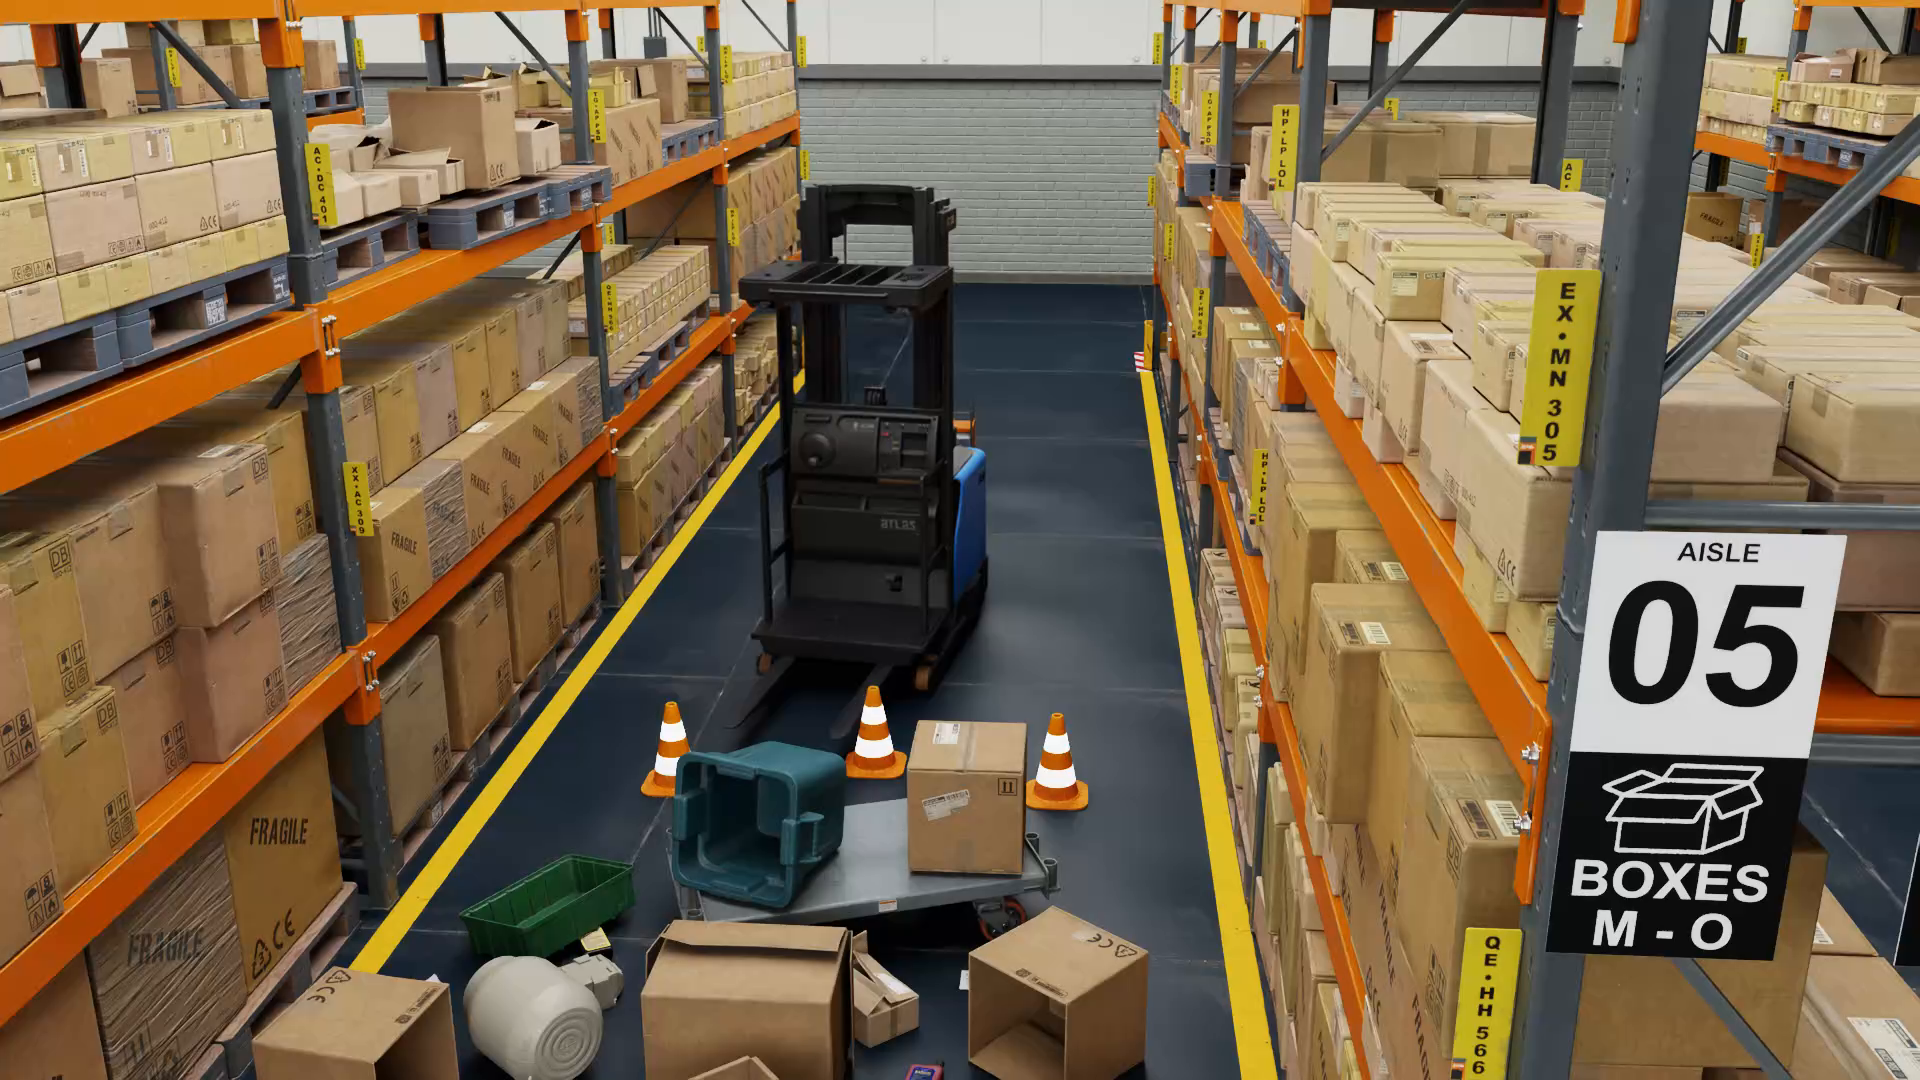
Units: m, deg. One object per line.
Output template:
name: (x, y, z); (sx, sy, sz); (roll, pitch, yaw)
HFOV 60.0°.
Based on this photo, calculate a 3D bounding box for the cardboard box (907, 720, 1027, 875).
cardboard box: (0.039, 1.141, 7.422); (0.500, 0.500, 0.500); (1, 18, 4)

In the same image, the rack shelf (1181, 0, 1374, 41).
rack shelf: (2.247, -3.839, 11.985); (1.077, 0.370, 4.000); (1, 18, 4)

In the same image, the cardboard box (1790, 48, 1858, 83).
cardboard box: (6.971, -3.837, 13.424); (0.396, 0.266, 0.258); (1, 18, 3)

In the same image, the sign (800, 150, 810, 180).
sign: (-1.716, -4.144, 18.387); (0.100, 0.325, 0.005); (1, 18, 4)

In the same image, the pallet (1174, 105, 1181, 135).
pallet: (2.459, -3.778, 14.962); (1.003, 0.211, 1.213); (1, 18, 4)

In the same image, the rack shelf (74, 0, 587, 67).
rack shelf: (-2.985, -2.676, 8.435); (1.077, 0.370, 4.000); (1, 18, 4)

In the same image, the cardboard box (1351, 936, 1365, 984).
cardboard box: (1.365, 1.185, 4.891); (0.380, 0.149, 0.250); (1, 18, 3)

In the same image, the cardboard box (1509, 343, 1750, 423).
cardboard box: (1.316, -0.290, 3.296); (0.380, 0.149, 0.250); (2, 18, 5)

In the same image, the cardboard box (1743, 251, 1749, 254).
cardboard box: (7.714, -2.565, 15.698); (0.500, 0.250, 0.500); (2, 18, 5)

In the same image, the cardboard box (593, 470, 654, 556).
cardboard box: (-2.536, -0.204, 12.067); (0.500, 0.500, 0.500); (1, 18, 2)

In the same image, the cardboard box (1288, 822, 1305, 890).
cardboard box: (1.401, 1.160, 6.060); (0.380, 0.149, 0.250); (2, 18, 6)

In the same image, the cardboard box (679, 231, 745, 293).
cardboard box: (-2.268, -2.557, 15.272); (0.500, 0.500, 0.500); (1, 18, 3)

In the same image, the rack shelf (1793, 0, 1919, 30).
rack shelf: (7.198, -3.729, 11.650); (1.077, 0.370, 4.000); (1, 18, 4)

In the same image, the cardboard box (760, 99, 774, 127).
cardboard box: (-2.133, -4.192, 16.321); (0.500, 0.250, 0.500); (2, 18, 6)

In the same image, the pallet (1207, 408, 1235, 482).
pallet: (2.158, -0.584, 10.196); (1.213, 0.211, 1.003); (1, 18, 4)

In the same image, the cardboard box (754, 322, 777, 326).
cardboard box: (-2.020, -2.260, 17.951); (0.380, 0.149, 0.250); (1, 18, 3)

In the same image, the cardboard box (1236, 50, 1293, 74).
cardboard box: (2.642, -4.039, 14.620); (0.500, 0.500, 0.500); (2, 18, 5)

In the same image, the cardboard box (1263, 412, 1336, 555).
cardboard box: (1.569, -0.189, 6.438); (0.700, 0.500, 0.500); (1, 18, 3)

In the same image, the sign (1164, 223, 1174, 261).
sign: (1.836, -2.602, 14.529); (0.100, 0.325, 0.005); (1, 18, 4)

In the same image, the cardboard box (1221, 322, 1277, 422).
cardboard box: (1.810, -0.991, 9.816); (0.500, 0.500, 0.500); (2, 18, 7)

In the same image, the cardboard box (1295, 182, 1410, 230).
cardboard box: (1.468, -1.251, 6.229); (0.380, 0.149, 0.250); (1, 18, 3)

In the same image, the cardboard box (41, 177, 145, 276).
cardboard box: (-2.982, -1.007, 5.291); (0.500, 0.250, 0.500); (1, 18, 3)

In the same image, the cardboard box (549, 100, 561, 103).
cardboard box: (-2.991, -2.945, 12.115); (0.500, 0.500, 0.500); (1, 18, 4)

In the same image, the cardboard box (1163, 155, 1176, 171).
cardboard box: (2.294, -3.867, 17.099); (0.380, 0.149, 0.250); (1, 18, 2)

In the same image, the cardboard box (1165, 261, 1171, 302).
cardboard box: (2.200, -2.498, 15.570); (0.500, 0.500, 0.500); (1, 18, 3)

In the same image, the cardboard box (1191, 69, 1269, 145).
cardboard box: (1.940, -3.125, 11.991); (0.500, 0.500, 0.500); (1, 18, 4)

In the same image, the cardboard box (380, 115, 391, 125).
cardboard box: (-3.113, -2.388, 9.885); (0.500, 0.311, 0.500); (1, 18, 4)

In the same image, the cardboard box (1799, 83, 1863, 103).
cardboard box: (6.934, -3.559, 13.239); (0.380, 0.149, 0.250); (2, 18, 5)

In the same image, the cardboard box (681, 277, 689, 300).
cardboard box: (-2.440, -2.070, 13.674); (0.380, 0.149, 0.250); (1, 18, 2)

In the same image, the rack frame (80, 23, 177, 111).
rack frame: (-7.494, -5.213, 14.381); (1.000, 3.000, 0.127); (1, 18, 4)

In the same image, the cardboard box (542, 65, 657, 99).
cardboard box: (-2.796, -3.417, 12.878); (0.797, 0.503, 0.637); (1, 18, 3)

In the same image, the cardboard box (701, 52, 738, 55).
cardboard box: (-2.554, -5.069, 17.557); (0.380, 0.149, 0.250); (2, 18, 6)

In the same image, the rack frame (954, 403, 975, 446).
rack frame: (0.013, -0.553, 12.926); (0.200, 1.050, 0.008); (1, 18, 4)

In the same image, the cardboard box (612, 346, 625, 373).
cardboard box: (-2.588, -1.276, 11.729); (0.380, 0.149, 0.250); (2, 18, 7)

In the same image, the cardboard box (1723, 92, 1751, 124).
cardboard box: (7.153, -3.844, 14.783); (0.500, 0.250, 0.500); (1, 18, 2)

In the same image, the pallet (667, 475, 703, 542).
pallet: (-2.694, -0.273, 13.418); (1.003, 0.211, 1.213); (1, 18, 4)

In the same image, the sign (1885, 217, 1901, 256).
sign: (7.895, -2.570, 14.091); (0.100, 0.325, 0.005); (1, 18, 4)

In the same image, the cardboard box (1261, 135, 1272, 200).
cardboard box: (2.022, -1.899, 8.918); (0.797, 0.503, 0.637); (1, 18, 4)

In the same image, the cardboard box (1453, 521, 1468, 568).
cardboard box: (1.315, 0.003, 3.683); (0.380, 0.149, 0.250); (2, 18, 6)

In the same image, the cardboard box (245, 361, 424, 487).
cardboard box: (-3.063, -0.572, 8.086); (0.700, 0.500, 0.500); (1, 18, 3)

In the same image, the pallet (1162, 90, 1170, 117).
pallet: (2.634, -4.536, 17.274); (1.003, 0.211, 1.213); (1, 18, 4)

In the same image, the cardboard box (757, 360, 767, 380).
cardboard box: (-2.152, -1.715, 16.765); (0.380, 0.149, 0.250); (1, 18, 3)

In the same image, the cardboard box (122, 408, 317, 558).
cardboard box: (-3.189, -0.206, 6.760); (0.875, 0.550, 0.550); (1, 18, 4)

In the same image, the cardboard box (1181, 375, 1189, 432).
cardboard box: (2.542, -1.316, 15.561); (0.875, 0.438, 0.875); (1, 18, 3)

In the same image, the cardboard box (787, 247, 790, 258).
cardboard box: (-2.064, -3.159, 18.151); (0.380, 0.149, 0.250); (1, 18, 4)

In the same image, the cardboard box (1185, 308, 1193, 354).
cardboard box: (1.934, -1.540, 12.244); (0.500, 0.250, 0.500); (1, 18, 2)

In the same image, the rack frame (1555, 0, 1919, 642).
rack frame: (1.530, -1.265, 2.332); (1.000, 3.000, 0.127); (1, 18, 4)

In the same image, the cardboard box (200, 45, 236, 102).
cardboard box: (-7.455, -4.494, 16.007); (0.700, 0.500, 0.500); (2, 18, 7)

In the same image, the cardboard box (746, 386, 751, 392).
cardboard box: (-2.254, -1.412, 16.319); (0.380, 0.149, 0.250); (1, 18, 3)

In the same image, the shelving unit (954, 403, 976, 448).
shelving unit: (0.004, -0.516, 12.810); (0.215, 1.050, 0.252); (1, 18, 4)

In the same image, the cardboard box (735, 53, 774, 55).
cardboard box: (-2.131, -4.980, 17.284); (0.380, 0.149, 0.250); (1, 18, 2)

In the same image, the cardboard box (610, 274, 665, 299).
cardboard box: (-2.501, -1.966, 12.878); (0.380, 0.149, 0.250); (1, 18, 3)

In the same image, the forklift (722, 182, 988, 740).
forklift: (-0.635, -0.594, 10.029); (1.130, 2.935, 3.031); (4, 19, 12)

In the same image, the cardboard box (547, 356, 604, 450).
cardboard box: (-2.606, -0.880, 10.629); (0.500, 0.500, 0.500); (1, 18, 4)

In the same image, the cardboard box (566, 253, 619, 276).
cardboard box: (-3.076, -2.305, 13.913); (0.380, 0.149, 0.250); (1, 18, 4)

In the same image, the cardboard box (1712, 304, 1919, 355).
cardboard box: (1.933, -0.436, 3.742); (0.380, 0.149, 0.250); (1, 18, 4)
